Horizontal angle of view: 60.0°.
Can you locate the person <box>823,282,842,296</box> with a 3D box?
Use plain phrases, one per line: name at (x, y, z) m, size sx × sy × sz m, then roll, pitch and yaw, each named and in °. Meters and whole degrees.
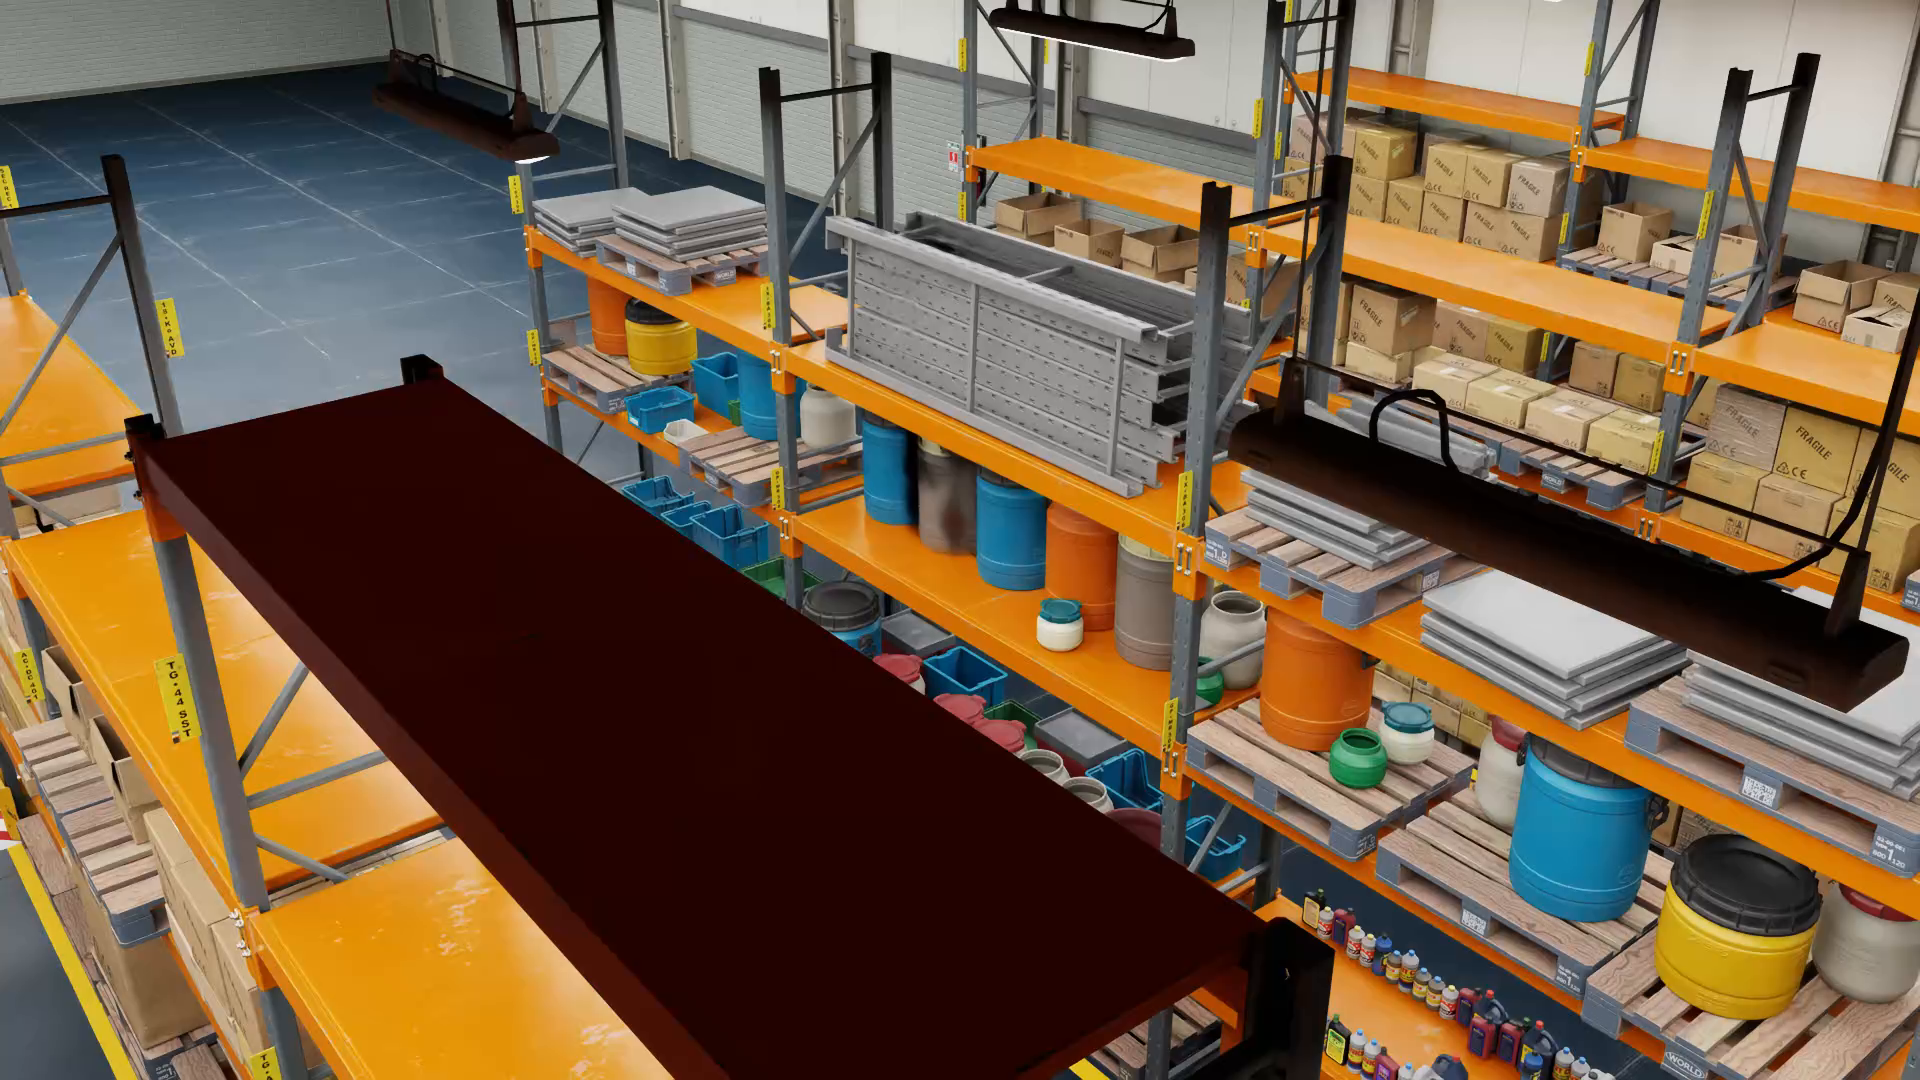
person at (-1.539, -2.549, 21.617) m, size 0.916 × 1.694 × 0.590 m, roll -7°, pitch 27°, yaw -14°
